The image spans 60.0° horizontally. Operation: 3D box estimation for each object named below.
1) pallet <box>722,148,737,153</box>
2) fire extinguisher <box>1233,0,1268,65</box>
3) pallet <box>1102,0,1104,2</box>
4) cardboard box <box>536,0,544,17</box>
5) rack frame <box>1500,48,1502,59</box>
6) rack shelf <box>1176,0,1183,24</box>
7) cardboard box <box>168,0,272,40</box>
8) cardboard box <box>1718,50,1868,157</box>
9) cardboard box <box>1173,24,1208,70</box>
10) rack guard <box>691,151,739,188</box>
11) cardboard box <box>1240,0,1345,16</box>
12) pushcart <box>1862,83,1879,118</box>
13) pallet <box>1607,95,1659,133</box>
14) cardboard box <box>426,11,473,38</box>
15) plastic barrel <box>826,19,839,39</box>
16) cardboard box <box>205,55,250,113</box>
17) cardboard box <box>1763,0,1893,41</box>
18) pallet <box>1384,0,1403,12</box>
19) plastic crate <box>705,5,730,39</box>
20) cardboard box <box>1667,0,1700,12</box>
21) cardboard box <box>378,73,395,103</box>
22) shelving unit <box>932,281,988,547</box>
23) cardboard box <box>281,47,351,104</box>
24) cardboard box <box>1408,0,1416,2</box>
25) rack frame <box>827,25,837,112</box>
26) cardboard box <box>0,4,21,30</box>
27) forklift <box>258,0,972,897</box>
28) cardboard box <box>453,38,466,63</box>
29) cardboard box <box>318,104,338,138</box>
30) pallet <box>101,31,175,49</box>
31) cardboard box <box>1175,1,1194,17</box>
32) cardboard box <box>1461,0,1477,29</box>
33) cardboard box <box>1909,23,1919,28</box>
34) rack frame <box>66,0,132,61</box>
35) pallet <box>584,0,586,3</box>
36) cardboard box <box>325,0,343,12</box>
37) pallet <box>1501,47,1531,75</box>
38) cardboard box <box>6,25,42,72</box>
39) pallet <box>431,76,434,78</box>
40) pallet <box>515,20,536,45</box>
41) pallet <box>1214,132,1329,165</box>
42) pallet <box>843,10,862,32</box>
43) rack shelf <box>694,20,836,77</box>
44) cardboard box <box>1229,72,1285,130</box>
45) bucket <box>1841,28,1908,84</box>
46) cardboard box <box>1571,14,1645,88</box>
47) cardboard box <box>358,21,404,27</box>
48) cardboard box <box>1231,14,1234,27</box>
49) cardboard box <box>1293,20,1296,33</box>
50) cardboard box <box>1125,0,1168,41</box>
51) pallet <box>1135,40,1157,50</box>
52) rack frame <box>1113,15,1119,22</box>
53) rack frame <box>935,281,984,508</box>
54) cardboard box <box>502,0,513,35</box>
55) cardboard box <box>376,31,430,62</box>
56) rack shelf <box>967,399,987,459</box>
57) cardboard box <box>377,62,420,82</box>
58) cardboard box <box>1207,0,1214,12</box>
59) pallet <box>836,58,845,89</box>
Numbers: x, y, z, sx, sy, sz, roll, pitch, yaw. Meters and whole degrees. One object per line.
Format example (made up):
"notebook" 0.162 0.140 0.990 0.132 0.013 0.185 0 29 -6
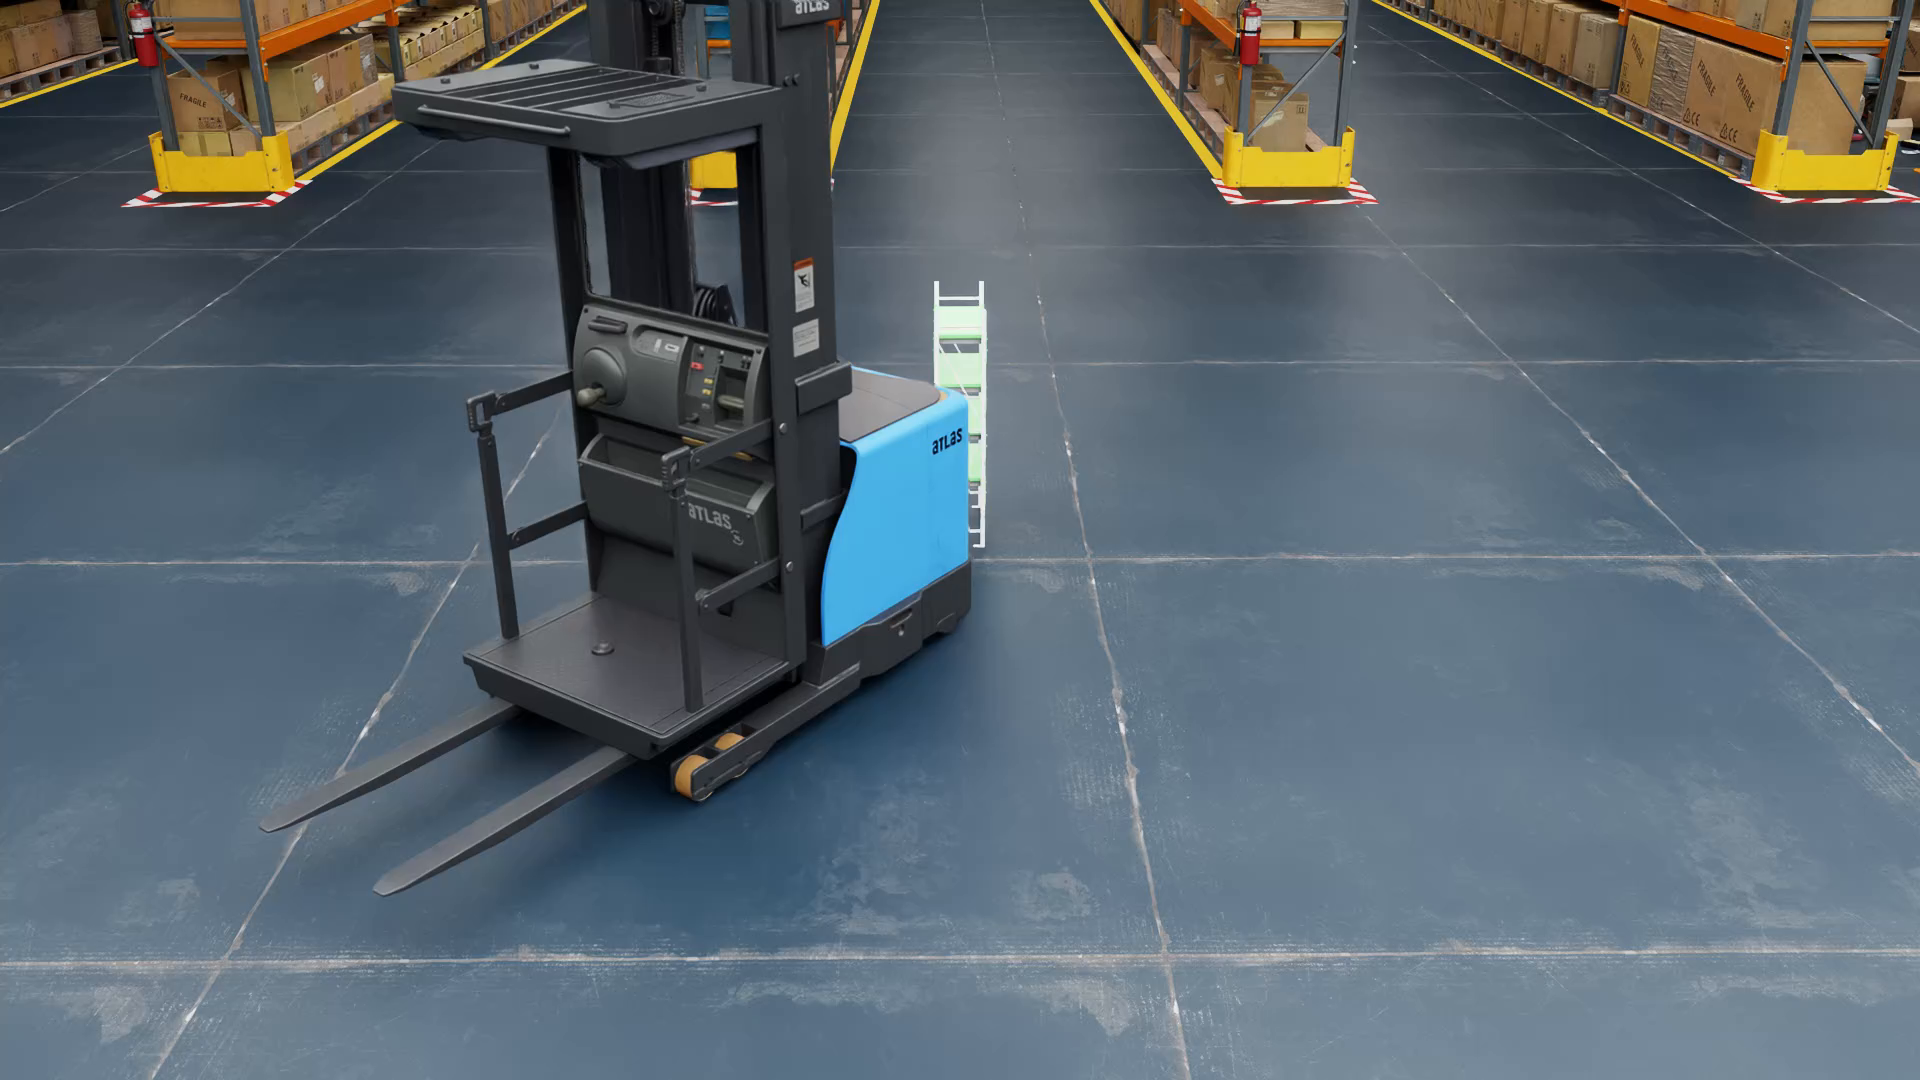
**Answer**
"pallet" -1.930 -3.779 16.350 1.003 0.211 1.213 0 24 -1
"fire extinguisher" 2.614 -4.622 14.923 0.296 0.674 0.183 0 24 -1
"pallet" 2.986 -9.700 29.440 1.003 0.211 1.213 0 24 -1
"cardboard box" -6.674 -8.264 25.381 0.500 0.500 0.500 0 24 0
"rack frame" 7.947 -7.984 22.262 1.000 3.000 0.127 0 24 -1
"rack shelf" 3.008 -6.851 20.631 1.077 0.370 4.000 0 24 -1
"cardboard box" -6.824 -4.901 15.326 0.700 0.500 0.500 0 24 -1
"cardboard box" 7.961 -4.189 15.942 0.875 0.875 0.875 0 24 0
"cardboard box" 3.052 -6.096 20.589 0.700 0.500 0.500 -2 24 -5
"rack guard" -1.927 -3.576 15.551 1.175 0.500 0.348 0 24 -1
"cardboard box" 3.095 -5.114 15.436 0.875 0.500 0.500 0 24 -1
"pushcart" 10.660 -5.174 19.231 1.648 0.377 0.936 -9 26 -19
"pallet" 7.921 -4.751 18.499 1.003 0.211 1.213 0 24 -1
"cardboard box" -6.655 -6.725 21.626 0.500 0.311 0.500 -1 24 -1
"plastic barrel" -1.988 -7.385 23.062 0.600 0.830 0.708 0 24 -1
"cardboard box" -7.161 -4.575 16.643 0.500 0.500 0.500 0 24 -1
"cardboard box" 7.985 -4.908 15.280 0.875 0.550 0.550 0 24 -1
"pallet" 7.845 -9.142 28.207 1.003 0.211 1.213 0 24 -1
"plastic crate" -2.183 -4.821 15.451 0.499 0.251 0.616 0 24 -1
"cardboard box" 7.924 -5.802 17.257 0.875 0.550 0.550 0 24 -1
"cardboard box" -6.652 -5.060 18.625 0.500 0.250 0.500 0 24 -1
"shelving unit" -0.002 -0.615 8.154 0.258 1.200 0.503 0 24 -1
"cardboard box" -6.629 -4.784 17.104 0.500 0.500 0.500 0 24 -1
"cardboard box" 7.572 -8.900 27.239 0.380 0.149 0.250 -1 24 -2
"rack frame" -1.922 -6.332 18.611 1.000 3.000 0.127 0 24 -1
"cardboard box" -11.871 -6.390 20.328 0.500 0.250 0.500 -1 24 -2
"forklift" -1.211 -0.601 6.021 1.130 2.935 3.031 16 29 32
"cardboard box" -6.658 -6.263 21.285 0.500 0.250 0.500 0 24 1
"cardboard box" -6.629 -4.236 16.803 0.500 0.250 0.500 0 24 -1
"pallet" -11.806 -6.991 23.451 1.003 0.211 1.213 0 24 -1
"cardboard box" 3.040 -6.912 21.481 0.500 0.250 0.500 2 24 5
"cardboard box" 7.655 -7.738 24.242 0.500 0.500 0.500 -1 24 -3
"cardboard box" 12.908 -6.505 21.671 0.950 0.372 0.625 -1 24 -2
"rack frame" -11.873 -7.936 22.157 1.000 3.000 0.127 0 24 -1
"pallet" -6.996 -9.626 29.278 1.003 0.211 1.213 0 24 -1
"cardboard box" -6.851 -5.750 17.203 0.700 0.500 0.500 0 24 0
"pallet" 7.881 -6.388 22.118 1.003 0.211 1.213 0 24 -1
"cardboard box" -11.875 -6.076 20.543 0.700 0.500 0.500 0 24 0
"pallet" -6.923 -5.345 19.811 1.003 0.211 1.213 0 24 -1
"pallet" -6.900 -7.499 24.574 1.003 0.211 1.213 0 24 -1
"pallet" 3.100 -3.802 16.400 1.003 0.211 1.213 0 24 -1
"pallet" -2.043 -8.040 25.771 1.003 0.211 1.213 0 24 -1
"rack shelf" -1.901 -5.180 16.937 1.077 0.370 4.000 0 24 -1
"cardboard box" 3.055 -4.520 17.129 0.500 0.500 0.500 2 24 4
"bucket" 10.298 -5.491 18.878 0.726 0.611 0.620 8 16 18
"cardboard box" 7.894 -5.757 19.559 1.050 0.750 0.750 0 24 -1
"cardboard box" -7.183 -6.298 20.683 0.500 0.311 0.500 -1 24 -1
"cardboard box" 2.821 -5.017 16.008 0.380 0.149 0.250 0 24 -1
"cardboard box" 3.326 -4.814 15.558 0.380 0.149 0.250 0 24 -1
"cardboard box" 3.000 -7.511 23.285 1.225 0.875 0.875 -1 24 -3
"pallet" 3.053 -7.058 23.598 1.003 0.211 1.213 0 24 -1
"rack frame" 2.943 -9.651 25.949 1.000 3.000 0.127 0 24 -1
"rack frame" -0.004 -0.715 8.376 0.240 1.200 0.015 0 24 -1
"cardboard box" -6.650 -7.426 23.529 0.500 0.500 0.500 -1 24 -2
"cardboard box" -6.631 -5.883 19.765 0.500 0.311 0.500 -1 24 -1
"rack shelf" -0.002 -0.557 8.180 0.258 0.148 0.480 0 24 -1
"cardboard box" -6.632 -5.417 19.415 0.500 0.250 0.500 -1 24 -2
"cardboard box" 2.762 -5.532 17.147 0.380 0.149 0.250 0 24 -1
"pallet" -1.986 -5.889 21.015 1.003 0.211 1.213 0 24 -1
